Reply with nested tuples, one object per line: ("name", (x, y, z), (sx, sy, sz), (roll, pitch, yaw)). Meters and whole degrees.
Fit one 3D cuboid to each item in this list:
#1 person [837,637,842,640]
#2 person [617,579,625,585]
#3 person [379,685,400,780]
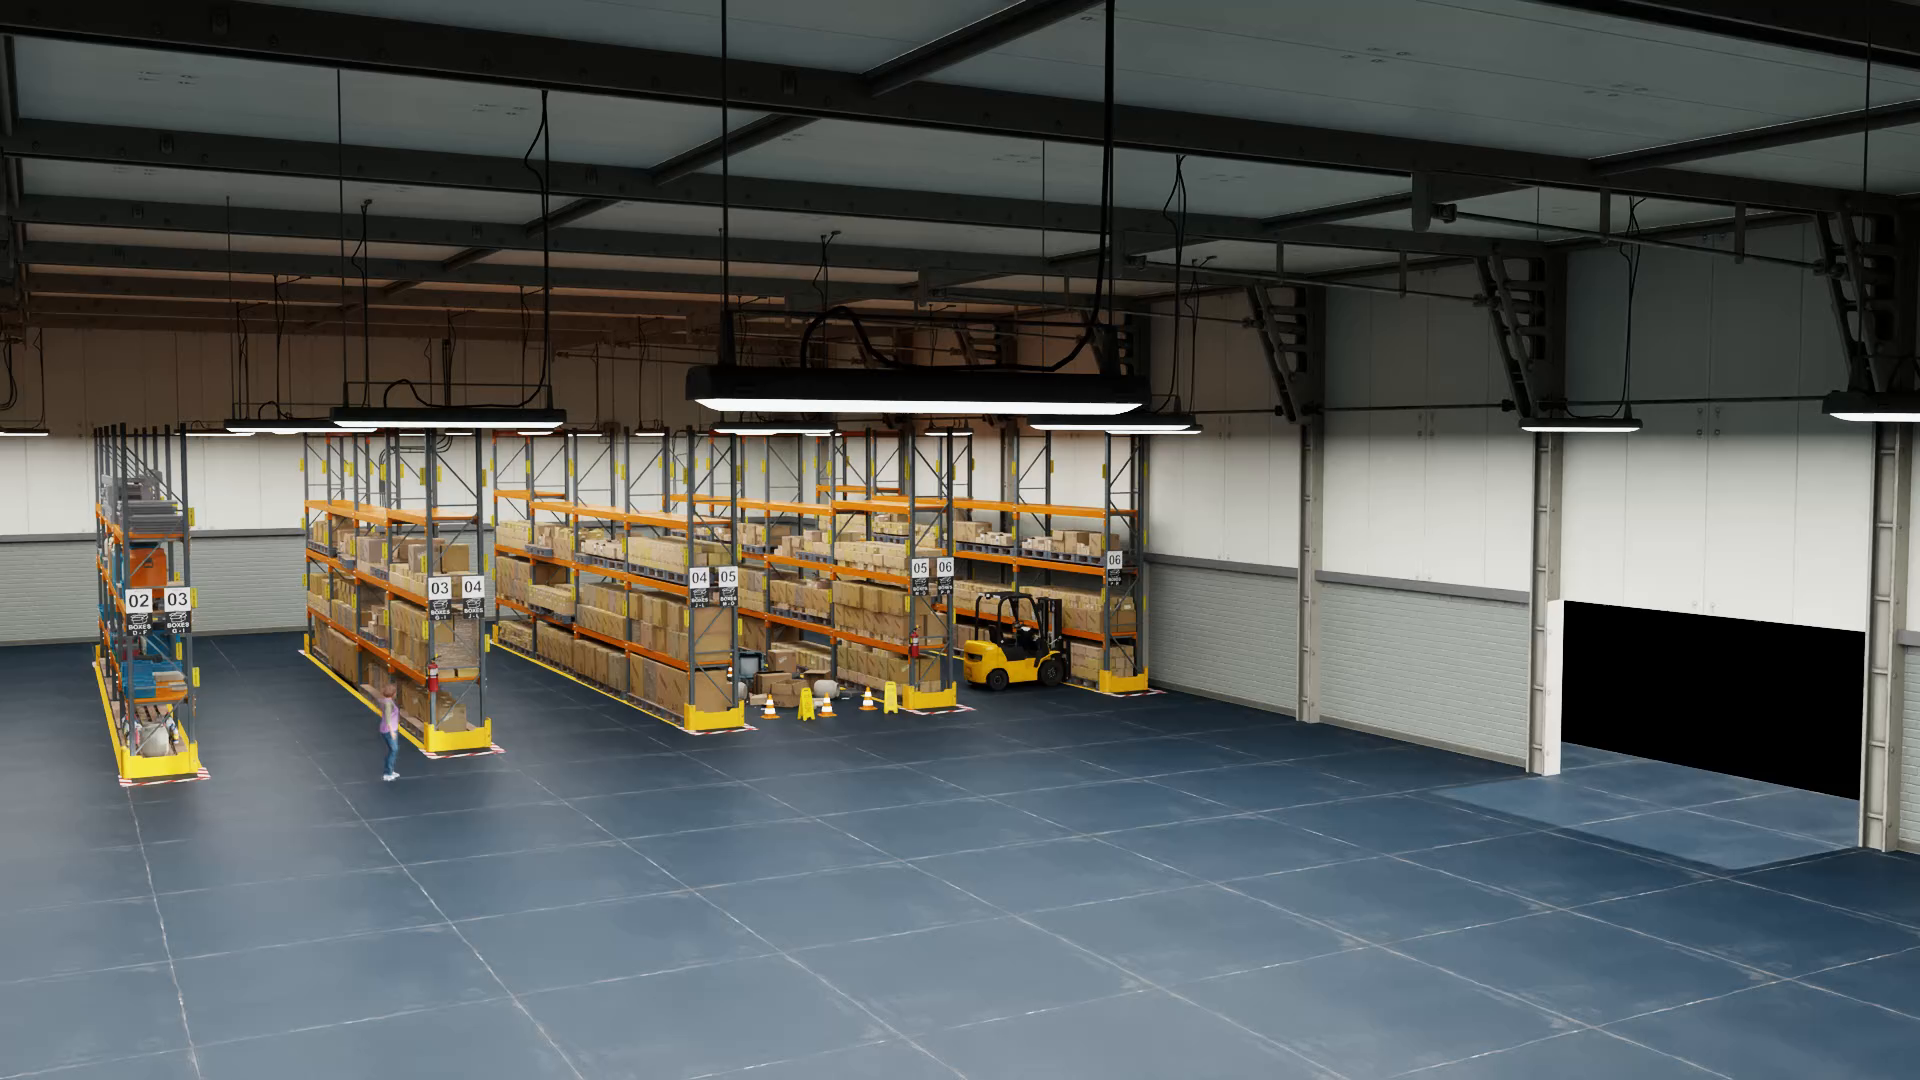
("person", (-3.530, 2.004, 47.460), (0.459, 1.681, 0.394), (3, 5, 42))
("person", (-9.919, 1.892, 48.624), (0.596, 1.769, 0.504), (3, 4, 39))
("person", (-9.643, 3.256, 28.105), (0.333, 1.638, 0.461), (-1, 3, -8))
